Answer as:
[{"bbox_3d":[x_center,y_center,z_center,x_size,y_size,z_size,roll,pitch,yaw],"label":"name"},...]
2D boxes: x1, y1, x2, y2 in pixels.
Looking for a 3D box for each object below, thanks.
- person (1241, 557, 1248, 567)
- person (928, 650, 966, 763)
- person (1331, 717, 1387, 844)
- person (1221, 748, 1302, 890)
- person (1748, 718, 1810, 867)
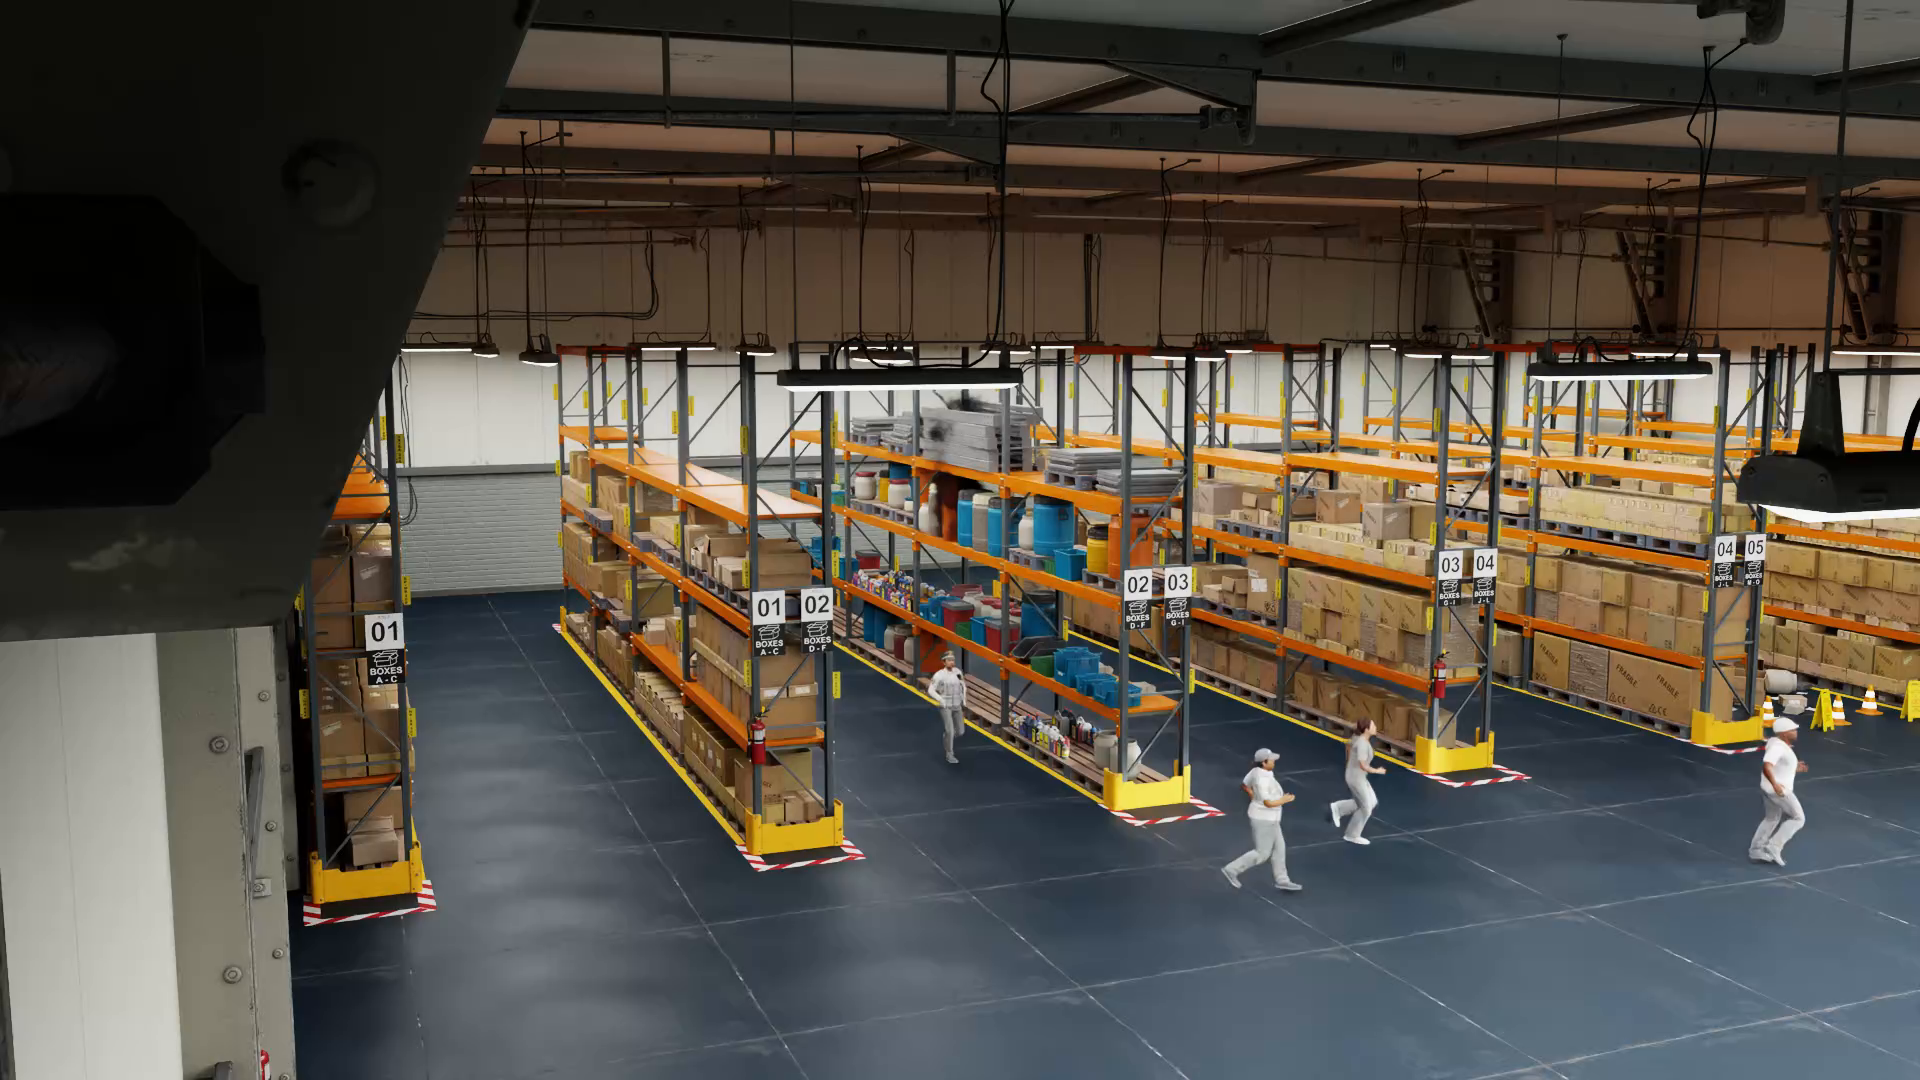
[{"bbox_3d":[7.412,0.103,42.342,0.735,1.761,0.667,-2,8,-18],"label":"person"},{"bbox_3d":[-0.168,2.423,24.395,0.610,1.641,0.580,-3,8,-25],"label":"person"},{"bbox_3d":[4.930,2.954,20.470,0.607,1.623,0.601,1,7,8],"label":"person"},{"bbox_3d":[3.399,3.139,18.653,0.922,1.644,0.613,0,7,4],"label":"person"},{"bbox_3d":[9.744,2.973,19.718,0.679,1.767,0.668,1,7,10],"label":"person"}]
